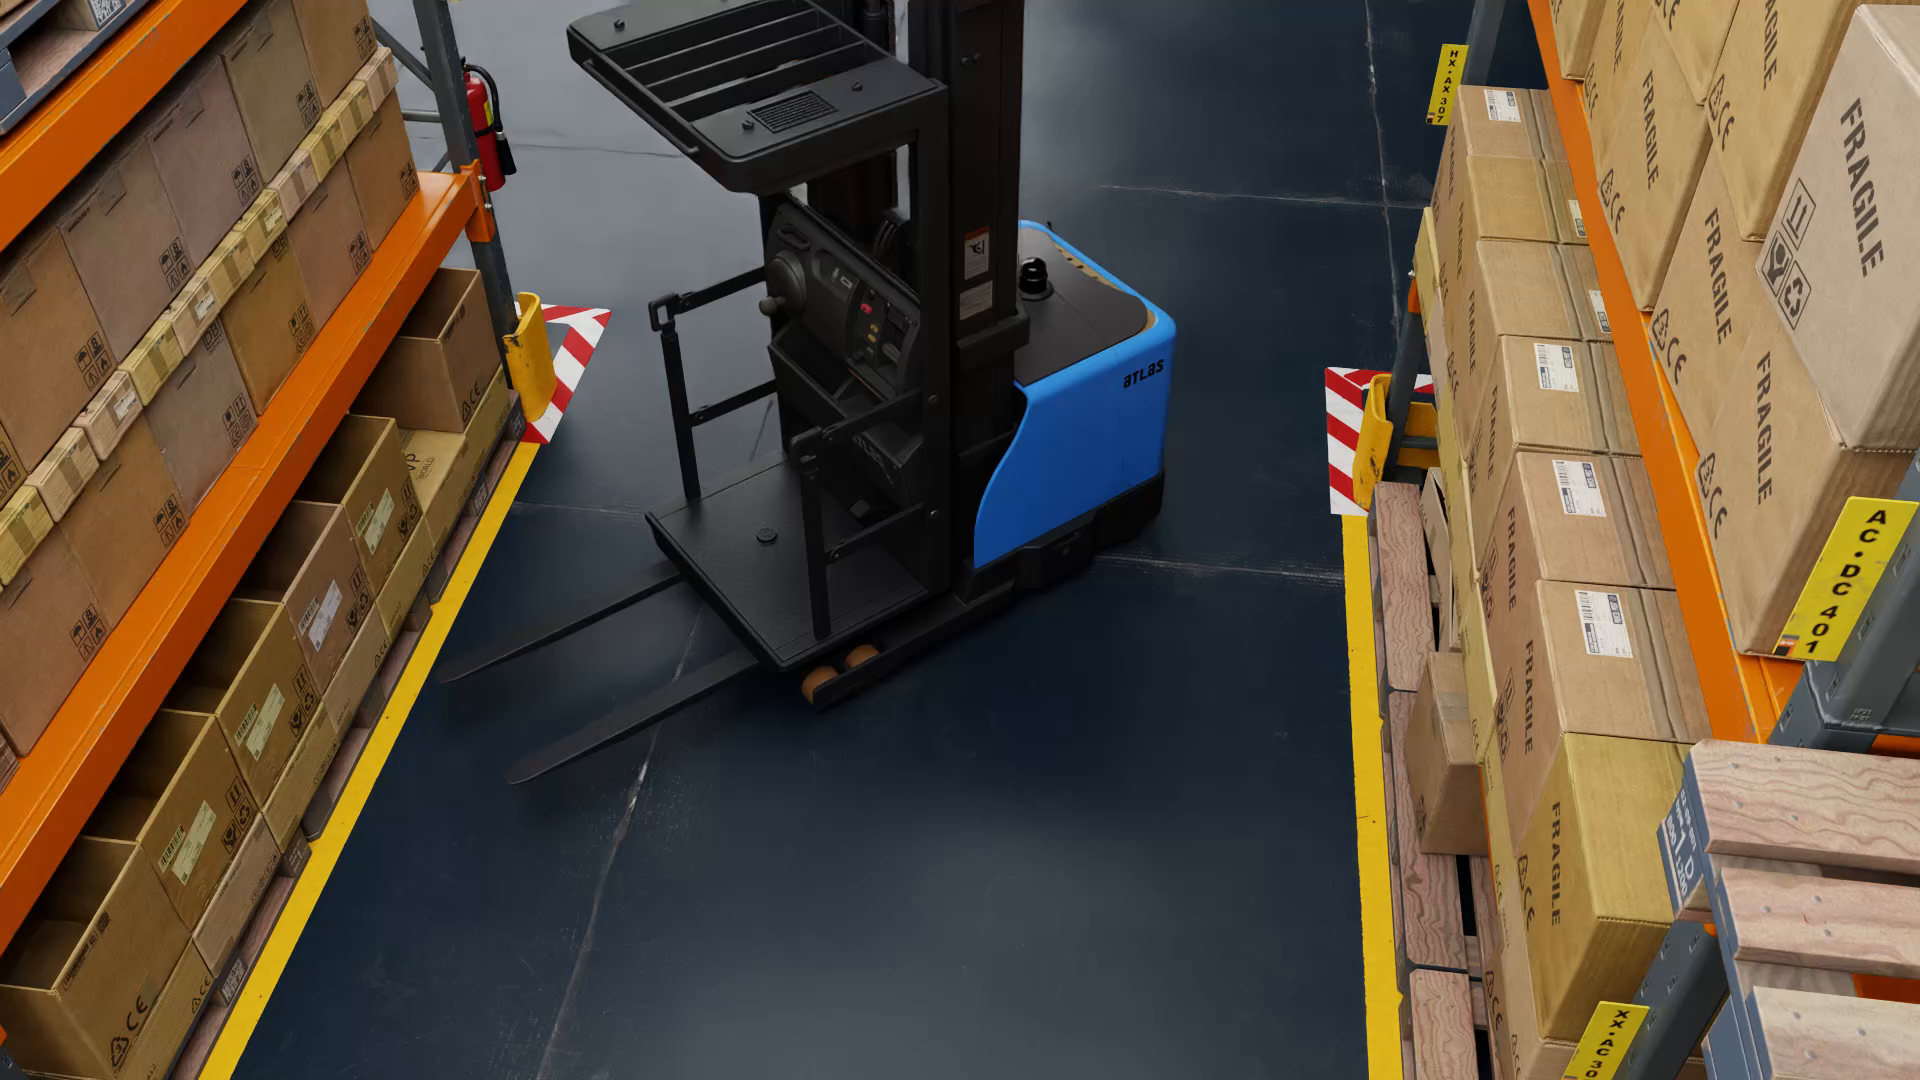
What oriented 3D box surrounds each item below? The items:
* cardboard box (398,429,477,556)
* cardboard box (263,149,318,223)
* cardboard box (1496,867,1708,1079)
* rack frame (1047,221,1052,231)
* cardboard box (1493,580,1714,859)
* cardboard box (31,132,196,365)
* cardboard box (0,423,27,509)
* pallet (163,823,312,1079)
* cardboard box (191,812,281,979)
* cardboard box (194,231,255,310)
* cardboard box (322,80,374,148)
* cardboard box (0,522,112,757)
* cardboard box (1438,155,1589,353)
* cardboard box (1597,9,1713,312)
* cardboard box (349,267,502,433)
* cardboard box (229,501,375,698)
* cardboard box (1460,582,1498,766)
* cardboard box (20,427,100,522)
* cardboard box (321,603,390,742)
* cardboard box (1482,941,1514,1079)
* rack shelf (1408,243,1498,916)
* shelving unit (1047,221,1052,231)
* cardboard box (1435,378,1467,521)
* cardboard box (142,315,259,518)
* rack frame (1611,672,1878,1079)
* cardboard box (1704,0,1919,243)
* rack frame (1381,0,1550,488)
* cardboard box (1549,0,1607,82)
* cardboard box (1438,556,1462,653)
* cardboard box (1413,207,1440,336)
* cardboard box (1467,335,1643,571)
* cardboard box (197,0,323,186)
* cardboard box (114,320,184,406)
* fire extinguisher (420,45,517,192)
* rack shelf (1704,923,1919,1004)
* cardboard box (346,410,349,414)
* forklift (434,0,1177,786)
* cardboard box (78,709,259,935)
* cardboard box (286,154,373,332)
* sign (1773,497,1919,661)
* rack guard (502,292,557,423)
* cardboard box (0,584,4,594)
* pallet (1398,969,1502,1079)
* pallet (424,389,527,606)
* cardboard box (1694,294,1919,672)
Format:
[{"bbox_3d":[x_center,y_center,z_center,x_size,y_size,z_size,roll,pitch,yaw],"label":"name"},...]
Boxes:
[{"bbox_3d":[-2.375,-0.210,6.984,0.500,0.250,0.500,5,44,6],"label":"cardboard box"},{"bbox_3d":[-2.507,-1.260,5.855,0.380,0.149,0.250,6,44,6],"label":"cardboard box"},{"bbox_3d":[1.601,1.081,4.022,0.500,0.250,0.500,5,44,6],"label":"cardboard box"},{"bbox_3d":[0.298,-1.126,7.784,0.240,0.900,0.006,15,46,15],"label":"rack frame"},{"bbox_3d":[1.656,0.468,4.124,0.500,0.500,0.500,5,44,5],"label":"cardboard box"},{"bbox_3d":[-2.820,-0.900,5.003,0.700,0.500,0.500,5,44,6],"label":"cardboard box"},{"bbox_3d":[-2.954,-0.219,4.283,0.700,0.500,0.500,5,44,5],"label":"cardboard box"},{"bbox_3d":[-2.925,1.410,5.607,1.003,0.211,1.213,5,44,6],"label":"pallet"},{"bbox_3d":[-2.638,1.153,5.545,0.500,0.250,0.500,5,44,6],"label":"cardboard box"},{"bbox_3d":[-2.574,-0.902,5.476,0.380,0.149,0.250,6,44,7],"label":"cardboard box"},{"bbox_3d":[-2.438,-1.606,6.220,0.380,0.149,0.250,6,44,7],"label":"cardboard box"},{"bbox_3d":[-2.956,0.237,4.746,0.700,0.500,0.500,5,44,5],"label":"cardboard box"},{"bbox_3d":[1.932,-0.933,5.603,0.500,0.500,0.500,5,44,6],"label":"cardboard box"},{"bbox_3d":[1.776,-0.840,3.687,0.500,0.500,0.500,4,44,4],"label":"cardboard box"},{"bbox_3d":[-2.319,-0.824,7.087,0.500,0.500,0.500,5,44,6],"label":"cardboard box"},{"bbox_3d":[-2.504,0.200,6.007,0.500,0.500,0.500,5,44,6],"label":"cardboard box"},{"bbox_3d":[1.727,0.398,4.743,0.500,0.250,0.500,5,44,5],"label":"cardboard box"},{"bbox_3d":[-2.710,-0.198,4.733,0.380,0.149,0.250,4,44,4],"label":"cardboard box"},{"bbox_3d":[-2.507,0.472,6.265,0.500,0.250,0.500,5,44,6],"label":"cardboard box"},{"bbox_3d":[1.937,1.421,5.066,0.500,0.500,0.500,2,43,2],"label":"cardboard box"},{"bbox_3d":[2.104,0.282,5.294,1.077,0.370,4.000,5,44,6],"label":"rack shelf"},{"bbox_3d":[0.261,-1.061,7.716,0.258,0.900,0.210,15,46,15],"label":"shelving unit"},{"bbox_3d":[1.861,-0.290,5.469,0.500,0.250,0.500,5,44,5],"label":"cardboard box"},{"bbox_3d":[-2.819,-0.454,5.475,0.700,0.500,0.500,6,44,7],"label":"cardboard box"},{"bbox_3d":[1.839,1.384,3.607,1.000,3.000,0.127,5,44,6],"label":"rack frame"},{"bbox_3d":[1.699,-0.855,2.975,0.500,0.500,0.500,7,44,8],"label":"cardboard box"},{"bbox_3d":[2.368,-1.342,6.486,1.000,3.000,0.127,5,44,6],"label":"rack frame"},{"bbox_3d":[1.905,-1.553,4.439,0.500,0.500,0.500,7,44,7],"label":"cardboard box"},{"bbox_3d":[2.112,0.326,6.359,0.500,0.311,0.500,9,44,9],"label":"cardboard box"},{"bbox_3d":[1.989,-0.991,6.210,0.500,0.250,0.500,4,44,4],"label":"cardboard box"},{"bbox_3d":[1.801,-0.229,4.859,0.500,0.500,0.500,6,44,7],"label":"cardboard box"},{"bbox_3d":[-2.688,-1.585,5.726,0.700,0.500,0.500,4,44,4],"label":"cardboard box"},{"bbox_3d":[-2.643,-0.557,5.112,0.380,0.149,0.250,5,44,5],"label":"cardboard box"},{"bbox_3d":[-2.067,-1.800,7.026,0.296,0.674,0.183,5,44,6],"label":"fire extinguisher"},{"bbox_3d":[1.575,1.919,1.383,1.077,0.370,4.000,5,44,6],"label":"rack shelf"},{"bbox_3d":[-2.834,-0.599,7.395,0.500,0.250,0.500,5,44,6],"label":"cardboard box"},{"bbox_3d":[-0.605,-0.819,5.983,3.031,2.935,1.130,-27,50,-26],"label":"forklift"},{"bbox_3d":[-2.642,0.881,5.287,0.500,0.500,0.500,5,44,6],"label":"cardboard box"},{"bbox_3d":[-2.682,-1.151,6.211,0.700,0.500,0.500,6,44,7],"label":"cardboard box"},{"bbox_3d":[1.300,0.063,2.444,0.100,0.325,0.005,5,44,6],"label":"sign"},{"bbox_3d":[-2.539,-0.899,7.836,1.175,0.500,0.348,5,44,6],"label":"rack guard"},{"bbox_3d":[-2.778,0.151,4.364,0.380,0.149,0.250,4,44,4],"label":"cardboard box"},{"bbox_3d":[1.893,1.935,5.052,1.003,0.211,1.213,5,44,6],"label":"pallet"},{"bbox_3d":[-2.602,-0.253,7.363,1.003,0.211,1.213,5,44,6],"label":"pallet"},{"bbox_3d":[1.661,-0.117,2.923,0.500,0.500,0.500,6,44,7],"label":"cardboard box"}]
